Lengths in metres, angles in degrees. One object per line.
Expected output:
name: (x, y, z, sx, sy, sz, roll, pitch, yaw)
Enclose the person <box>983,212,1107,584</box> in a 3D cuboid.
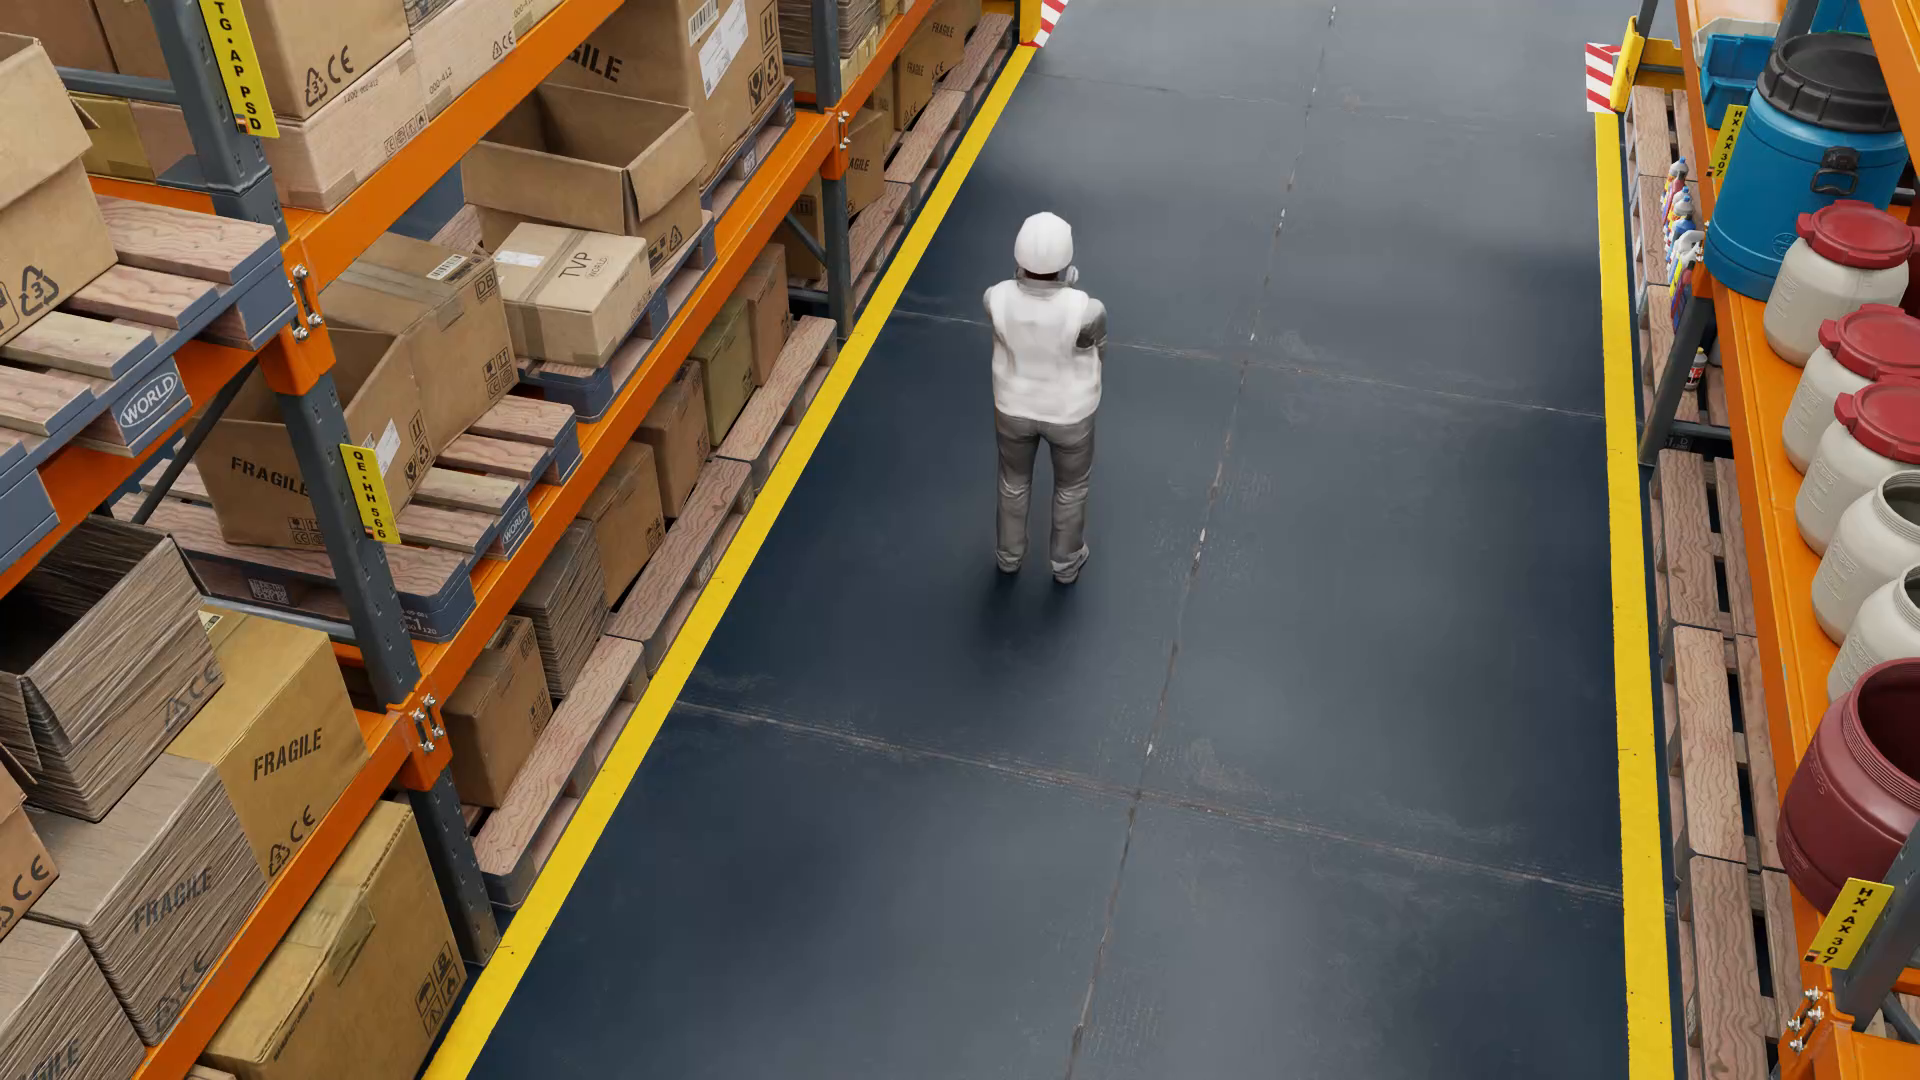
person: (0.360, -0.627, 6.871, 0.494, 1.767, 0.554, 11, 42, 12)
